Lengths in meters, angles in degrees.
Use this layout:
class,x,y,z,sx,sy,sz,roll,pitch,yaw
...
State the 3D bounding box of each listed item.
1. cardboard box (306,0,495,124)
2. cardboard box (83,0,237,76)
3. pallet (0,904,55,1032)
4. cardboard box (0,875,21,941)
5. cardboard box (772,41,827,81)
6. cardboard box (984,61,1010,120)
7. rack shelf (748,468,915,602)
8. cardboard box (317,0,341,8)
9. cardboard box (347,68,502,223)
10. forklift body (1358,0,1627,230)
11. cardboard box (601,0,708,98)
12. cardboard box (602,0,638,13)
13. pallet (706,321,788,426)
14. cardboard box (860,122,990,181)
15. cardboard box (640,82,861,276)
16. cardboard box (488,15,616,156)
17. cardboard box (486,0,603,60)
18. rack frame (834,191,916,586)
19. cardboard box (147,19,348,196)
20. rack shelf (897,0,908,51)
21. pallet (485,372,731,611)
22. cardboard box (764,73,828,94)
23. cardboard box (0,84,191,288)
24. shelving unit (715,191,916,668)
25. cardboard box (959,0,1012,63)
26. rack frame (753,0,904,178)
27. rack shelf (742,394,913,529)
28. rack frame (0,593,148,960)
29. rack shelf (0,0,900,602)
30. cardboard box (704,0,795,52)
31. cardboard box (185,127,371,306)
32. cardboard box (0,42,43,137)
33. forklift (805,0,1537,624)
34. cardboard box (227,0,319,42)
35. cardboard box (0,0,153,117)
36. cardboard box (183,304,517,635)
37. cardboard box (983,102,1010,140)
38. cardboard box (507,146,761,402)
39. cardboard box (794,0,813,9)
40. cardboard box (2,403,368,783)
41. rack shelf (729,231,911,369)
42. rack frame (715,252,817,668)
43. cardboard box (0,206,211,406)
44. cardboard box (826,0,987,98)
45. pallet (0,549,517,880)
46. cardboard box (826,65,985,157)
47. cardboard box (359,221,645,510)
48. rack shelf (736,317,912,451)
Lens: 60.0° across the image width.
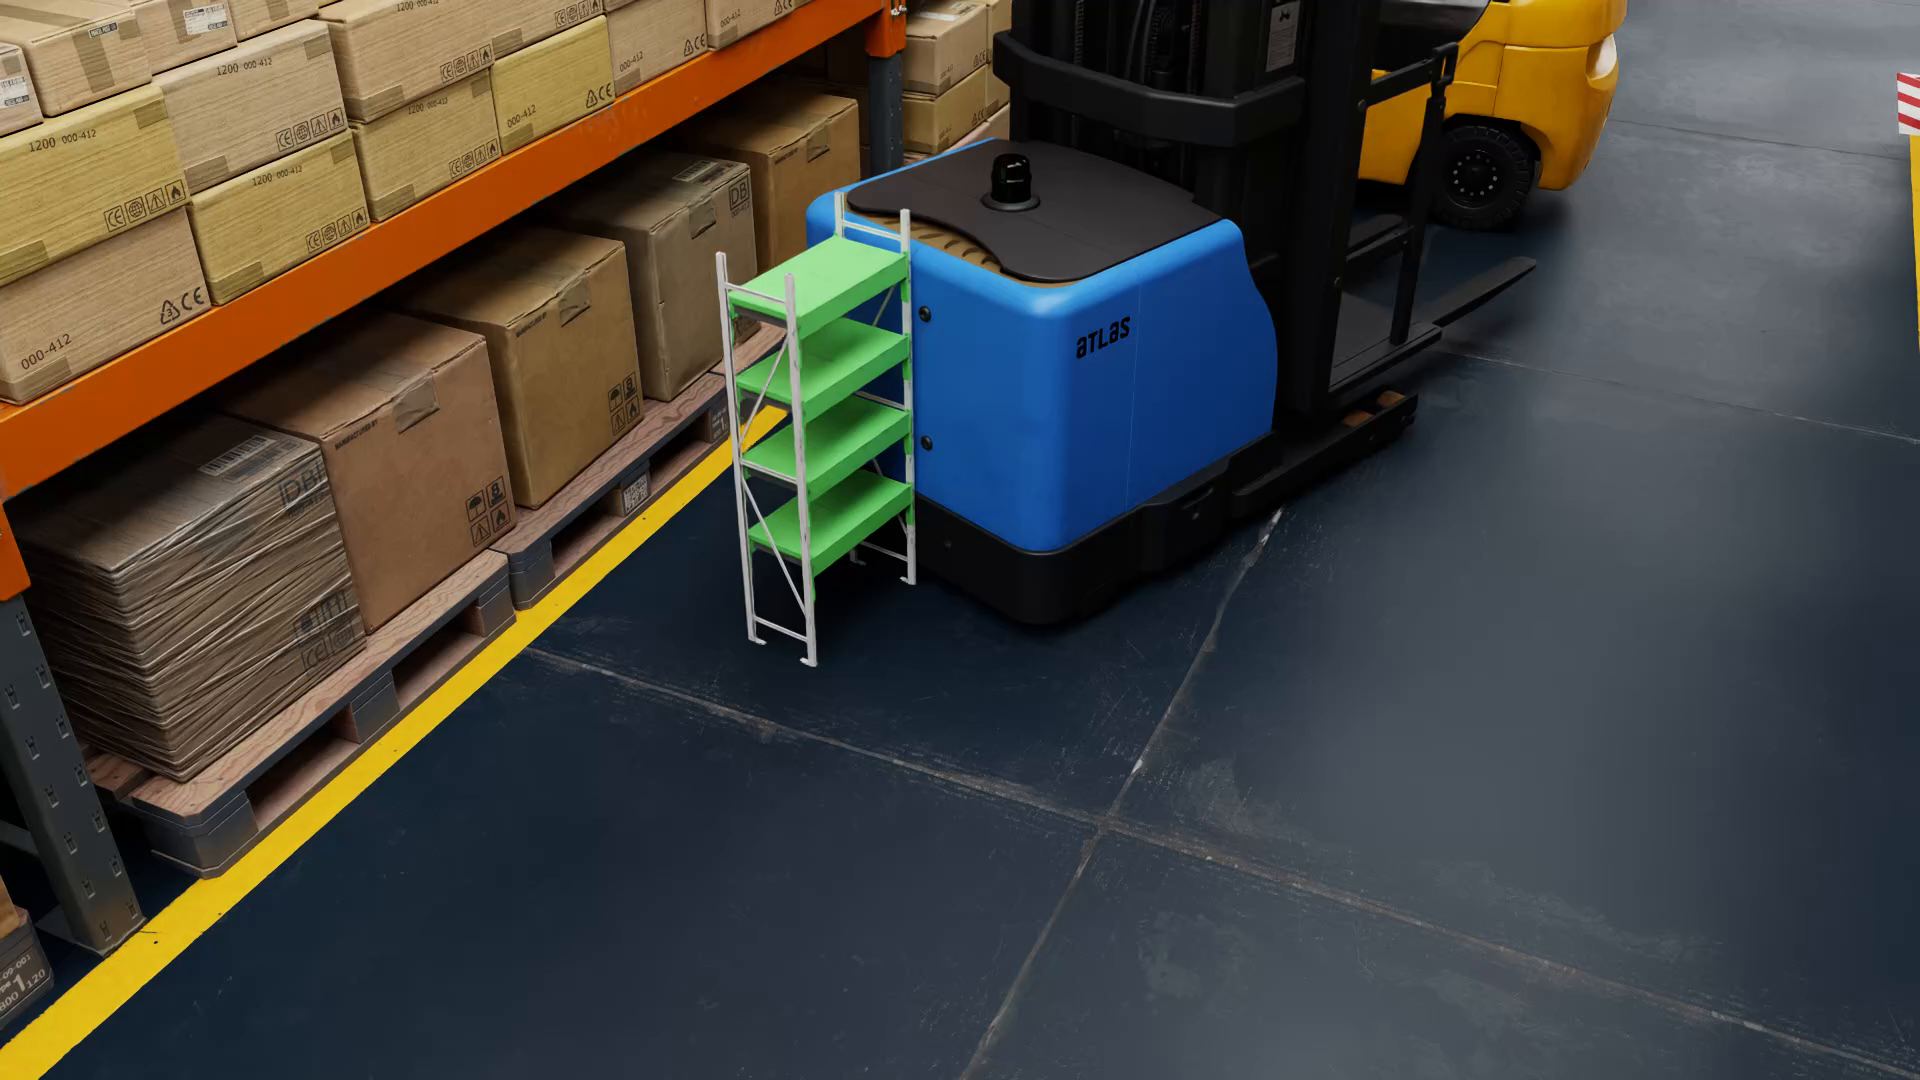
class,x,y,z,sx,sy,sz,roll,pitch,yaw
cardboard box,-1.524,-1.260,4.117,0.500,0.250,0.500,13,36,19
cardboard box,-1.782,-1.115,3.532,0.380,0.149,0.250,15,36,22
pallet,-2.724,1.086,3.401,1.003,0.211,1.213,14,36,20
cardboard box,-2.359,0.686,3.364,0.500,0.500,0.500,15,36,22
cardboard box,-0.674,-2.169,7.035,0.500,0.250,0.500,15,36,21
cardboard box,-0.012,-2.092,7.373,0.500,0.250,0.500,14,36,20
rack shelf,-0.372,-0.037,4.766,0.258,0.148,0.480,20,38,28
cardboard box,-1.606,-1.380,3.936,0.380,0.149,0.250,15,36,21
cardboard box,-1.546,-1.053,4.257,0.500,0.250,0.500,13,35,19
forklift body,1.833,-2.710,7.421,2.313,2.155,1.214,14,36,20
cardboard box,-1.118,-1.570,5.045,0.500,0.250,0.500,14,36,21
cardboard box,-1.105,-1.768,4.891,0.500,0.250,0.500,15,36,21
pallet,-0.977,-0.894,6.420,1.003,0.211,1.213,14,36,20
cardboard box,-0.201,-1.626,7.119,0.500,0.250,0.500,15,36,21
cardboard box,-0.912,-1.356,6.365,0.875,0.625,0.625,16,36,23
cardboard box,-1.327,-1.311,4.651,0.500,0.250,0.500,15,36,22
cardboard box,-1.333,-1.520,4.514,0.500,0.250,0.500,15,36,21
rack frame,-0.236,-0.402,4.769,0.240,1.200,0.015,20,38,28
cardboard box,-1.759,-1.004,3.726,0.500,0.250,0.500,15,36,22
rack shelf,0.133,-3.131,7.945,1.077,0.370,4.000,14,36,20
pallet,-1.486,-0.284,5.490,1.003,0.211,1.213,14,36,20
cardboard box,-0.686,-1.960,7.172,0.500,0.250,0.500,13,36,19
cardboard box,-1.947,-0.749,3.337,0.500,0.250,0.500,14,36,20
shelving unit,-0.372,-0.291,4.600,0.258,1.200,0.503,20,38,28
cardboard box,0.007,-2.301,7.236,0.500,0.250,0.500,14,36,21
rack frame,-0.704,-2.436,6.229,1.000,3.000,0.127,14,36,20
rack shelf,-0.372,-0.238,4.635,0.258,0.148,0.480,20,38,28
rack frame,-2.377,-0.443,3.191,1.000,3.000,0.127,14,36,20
rack shelf,-1.541,-1.139,4.907,1.077,0.370,4.000,14,36,20
cardboard box,-0.882,-1.810,5.412,0.500,0.250,0.500,14,36,20
cardboard box,-1.755,-0.795,3.864,0.500,0.250,0.500,13,36,19
cardboard box,-1.976,-0.848,3.124,0.380,0.149,0.250,15,36,22
forklift,0.944,-1.684,5.145,3.031,2.935,1.130,-28,42,-36
cardboard box,-1.684,-1.248,3.735,0.380,0.149,0.250,15,36,21
cardboard box,-1.866,-0.981,3.328,0.380,0.149,0.250,15,36,22
cardboard box,-1.838,-0.261,4.695,0.875,0.625,0.625,15,36,22
cardboard box,-0.002,-1.883,7.510,0.500,0.250,0.500,13,36,19
cardboard box,-1.244,-0.971,5.778,0.875,0.625,0.625,14,36,20
cardboard box,-0.677,-2.062,5.796,0.500,0.250,0.500,15,36,22
cardboard box,-2.104,0.067,4.196,0.875,0.625,0.625,15,36,22
rack shelf,-0.372,-0.639,4.372,0.258,0.148,0.480,20,38,28
rack frame,-0.507,-0.180,4.430,0.240,1.200,0.015,20,38,28
cardboard box,-1.970,-0.546,3.483,0.500,0.250,0.500,14,36,21
cardboard box,-0.216,-2.048,6.851,0.500,0.250,0.500,14,36,20
pallet,-1.997,0.322,4.567,1.003,0.211,1.213,14,36,20
cardboard box,-0.221,-1.840,6.990,0.500,0.250,0.500,14,36,20
cardboard box,-1.556,-0.596,5.206,0.875,0.625,0.625,13,35,19
rack shelf,-0.372,-0.438,4.503,0.258,0.148,0.480,20,38,28
